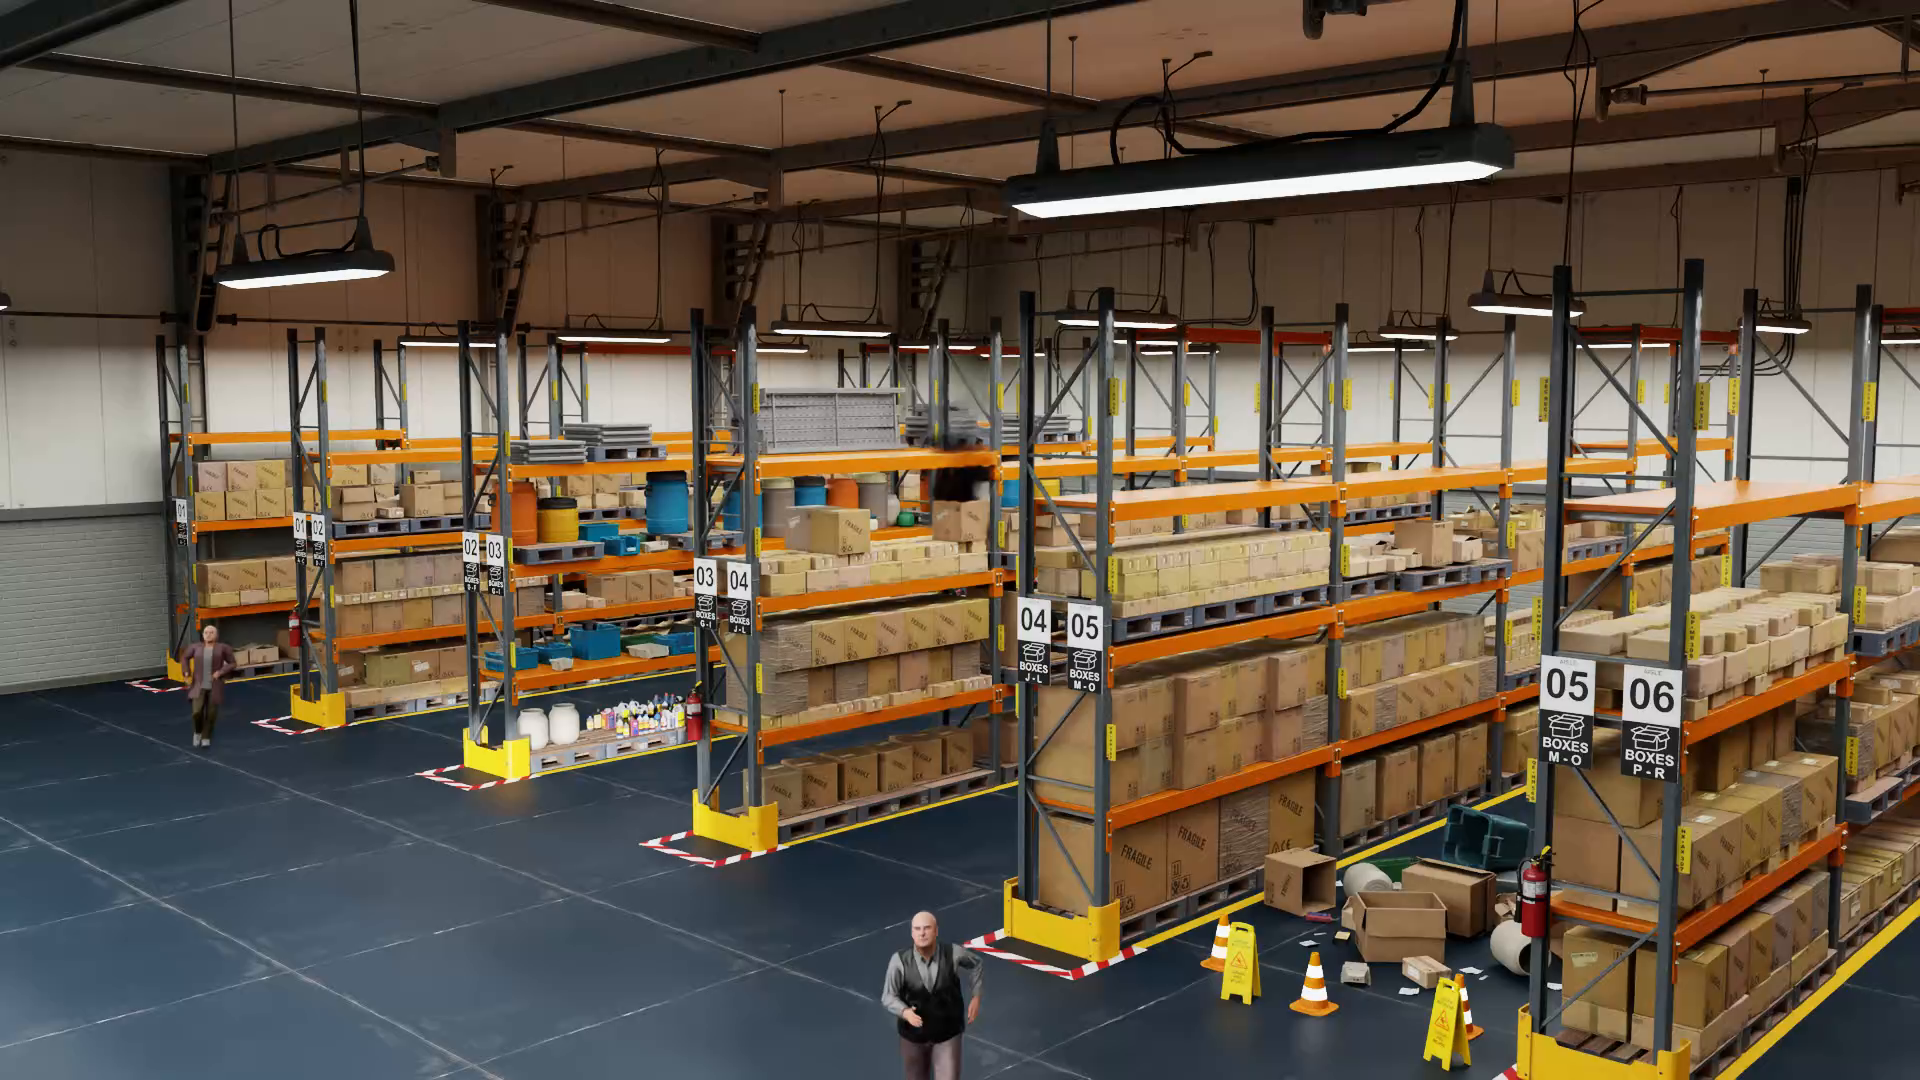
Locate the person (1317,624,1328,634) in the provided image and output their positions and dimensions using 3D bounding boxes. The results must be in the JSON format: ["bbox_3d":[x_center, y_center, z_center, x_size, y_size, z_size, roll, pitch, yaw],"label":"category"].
[{"bbox_3d":[5.435,2.030,24.656,0.607,1.663,0.769,4,6,34],"label":"person"}]

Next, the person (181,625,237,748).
[{"bbox_3d":[-10.645,2.080,23.568,0.742,1.741,0.585,-2,6,-18],"label":"person"}]

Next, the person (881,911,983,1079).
[{"bbox_3d":[-0.182,3.277,10.973,0.664,1.697,0.840,0,5,1],"label":"person"}]
